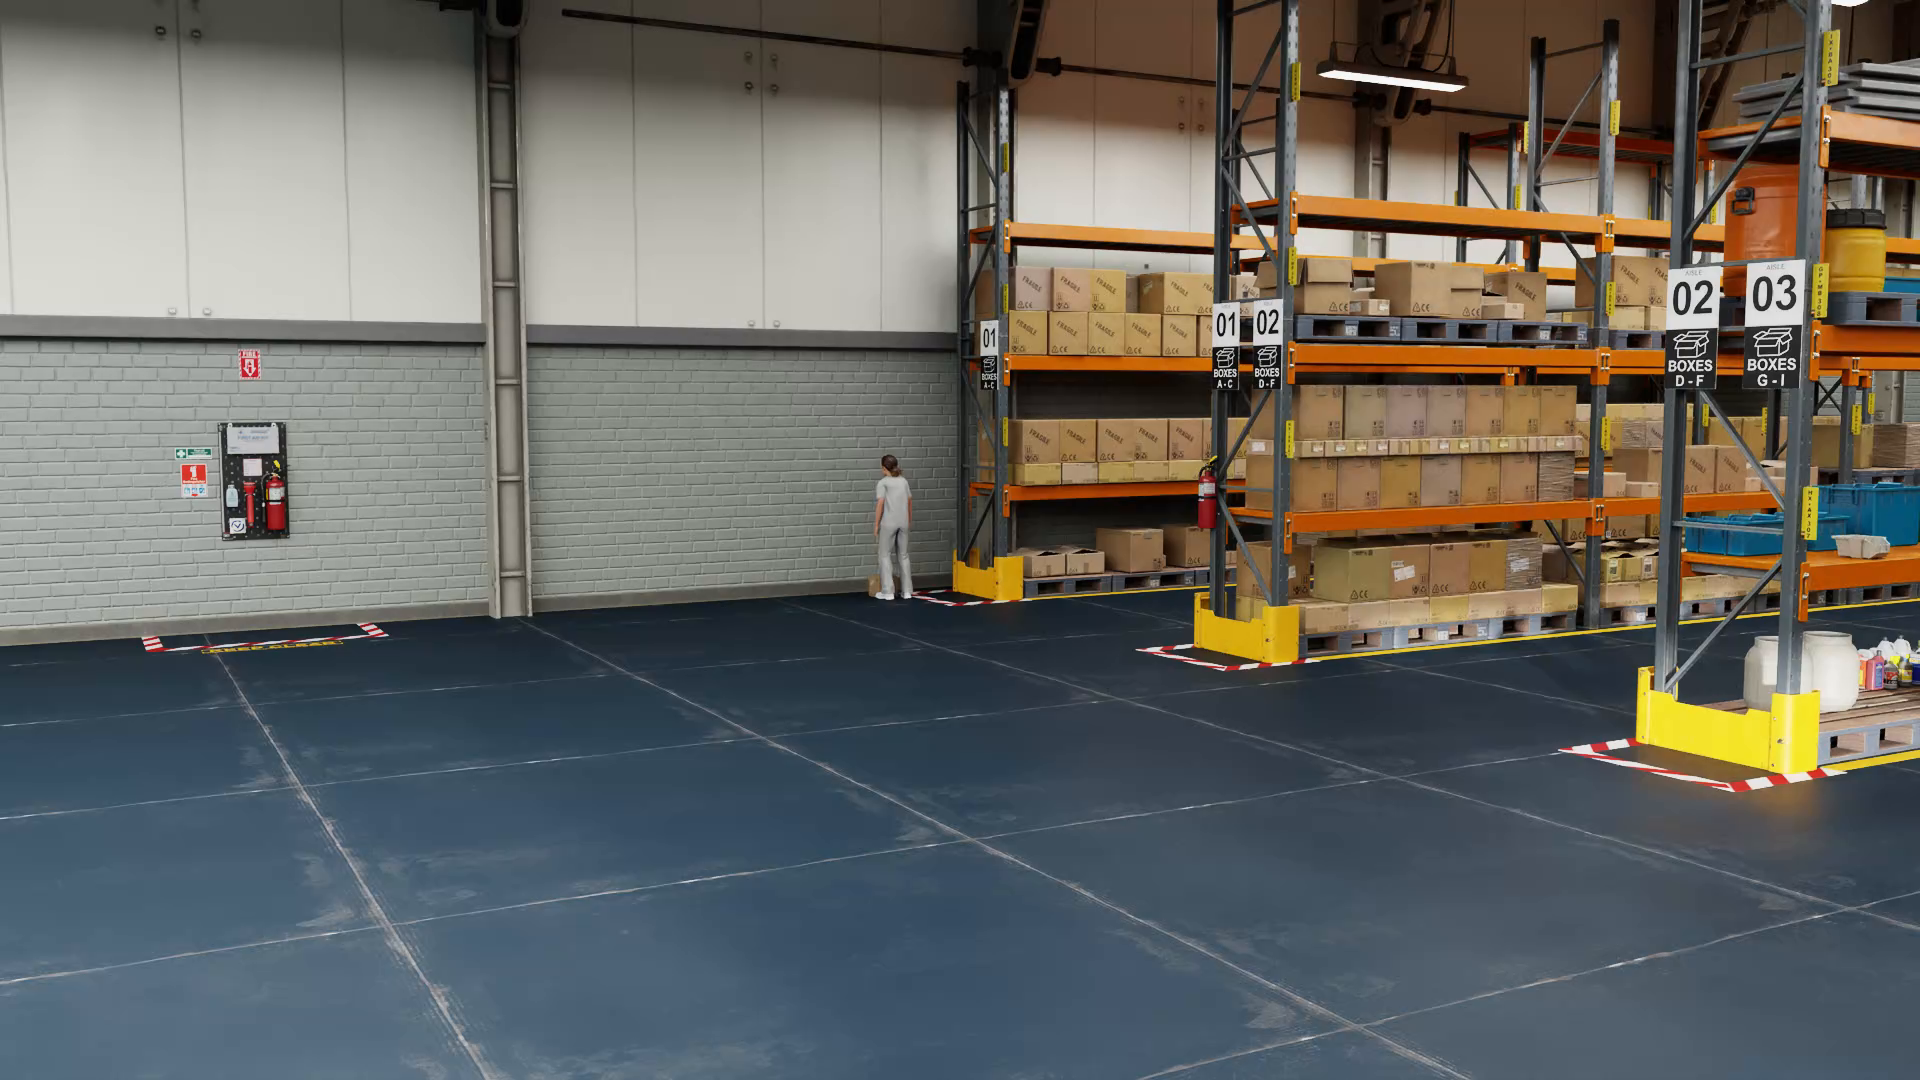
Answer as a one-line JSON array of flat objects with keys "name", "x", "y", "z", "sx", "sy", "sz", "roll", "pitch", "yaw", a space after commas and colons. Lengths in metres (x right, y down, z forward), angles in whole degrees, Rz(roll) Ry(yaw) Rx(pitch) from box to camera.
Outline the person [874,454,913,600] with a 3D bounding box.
[{"name": "person", "x": -0.768, "y": -0.153, "z": 19.185, "sx": 0.504, "sy": 1.671, "sz": 0.365, "roll": -3, "pitch": 6, "yaw": -32}]
